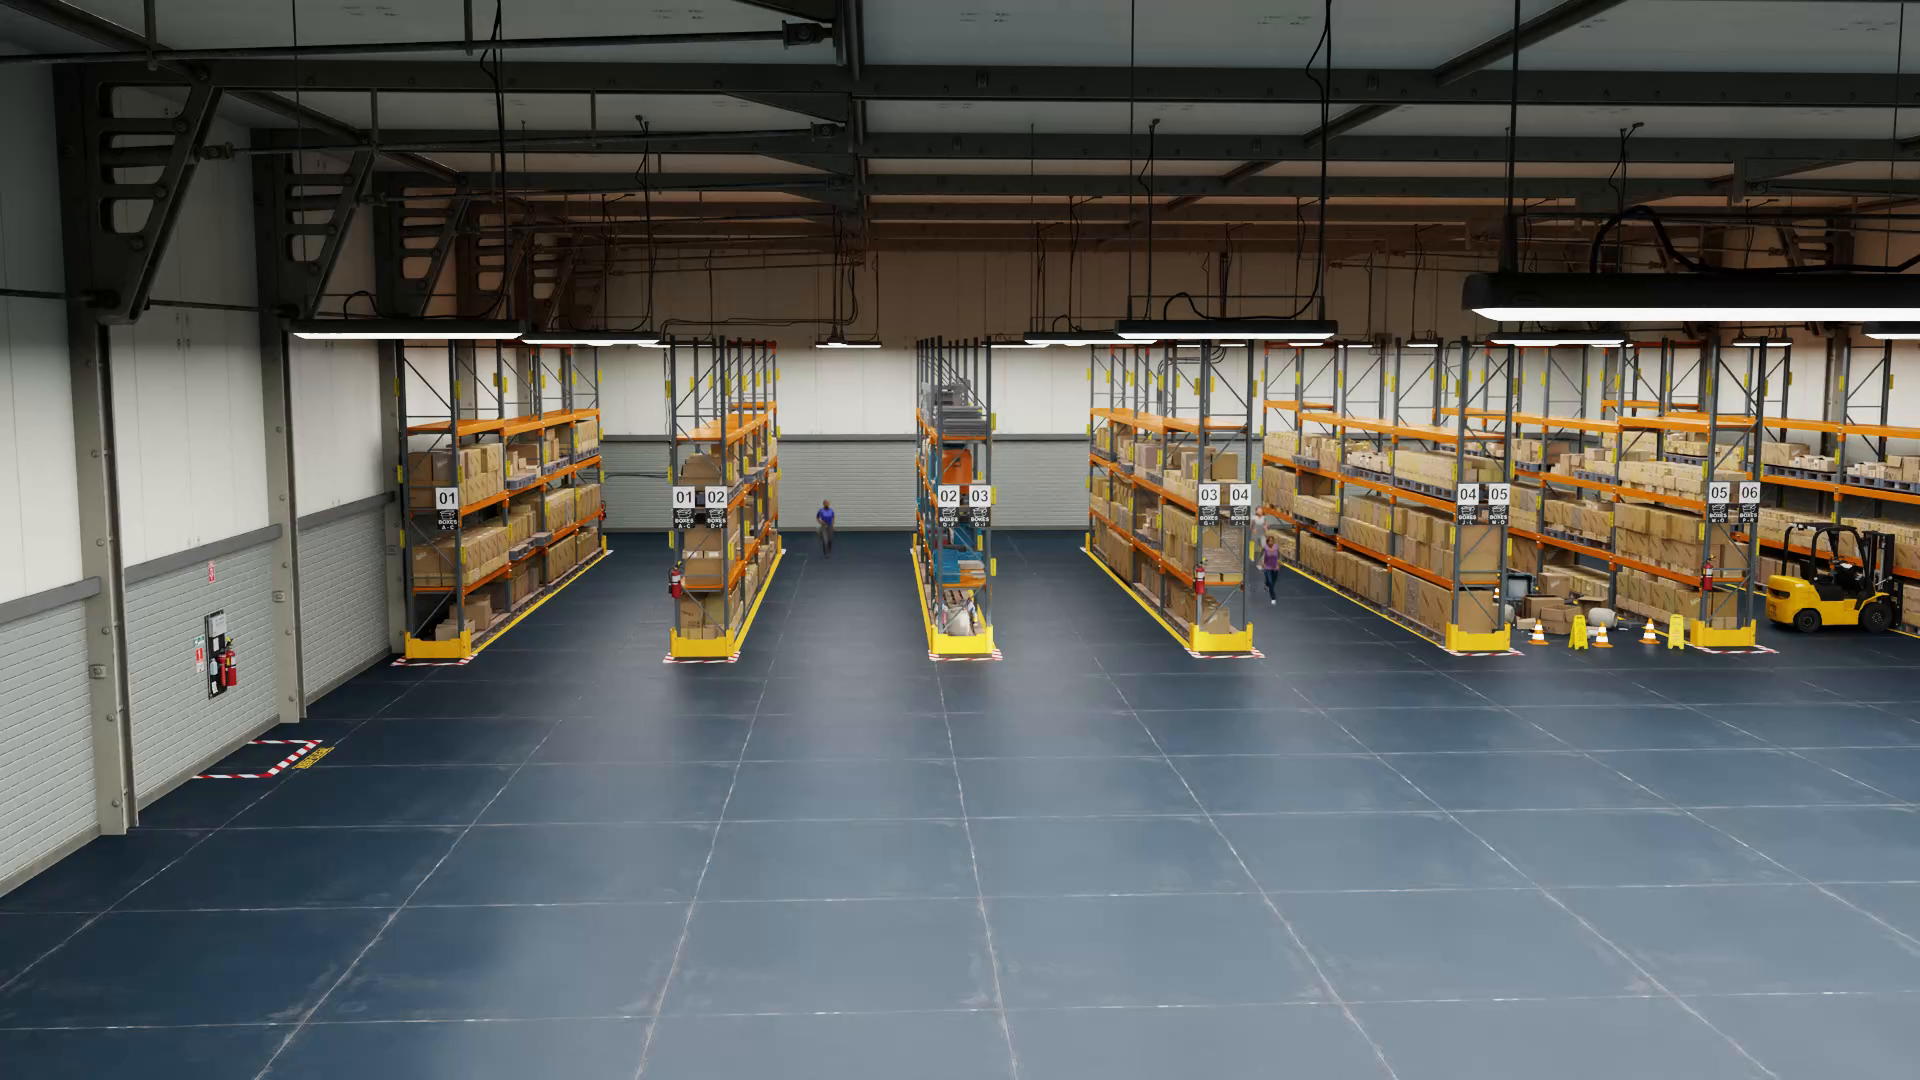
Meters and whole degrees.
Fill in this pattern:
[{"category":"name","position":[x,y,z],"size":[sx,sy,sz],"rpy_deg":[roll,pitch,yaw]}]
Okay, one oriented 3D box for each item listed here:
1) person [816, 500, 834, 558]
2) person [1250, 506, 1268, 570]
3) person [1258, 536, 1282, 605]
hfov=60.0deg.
[{"category":"person","position":[-3.700,-0.306,46.076],"size":[0.563,1.623,0.572],"rpy_deg":[-2,7,-21]},{"category":"person","position":[7.894,-0.068,44.007],"size":[0.576,1.668,0.796],"rpy_deg":[-1,7,-7]},{"category":"person","position":[7.051,0.671,37.903],"size":[0.549,1.579,0.799],"rpy_deg":[-1,7,-5]}]
